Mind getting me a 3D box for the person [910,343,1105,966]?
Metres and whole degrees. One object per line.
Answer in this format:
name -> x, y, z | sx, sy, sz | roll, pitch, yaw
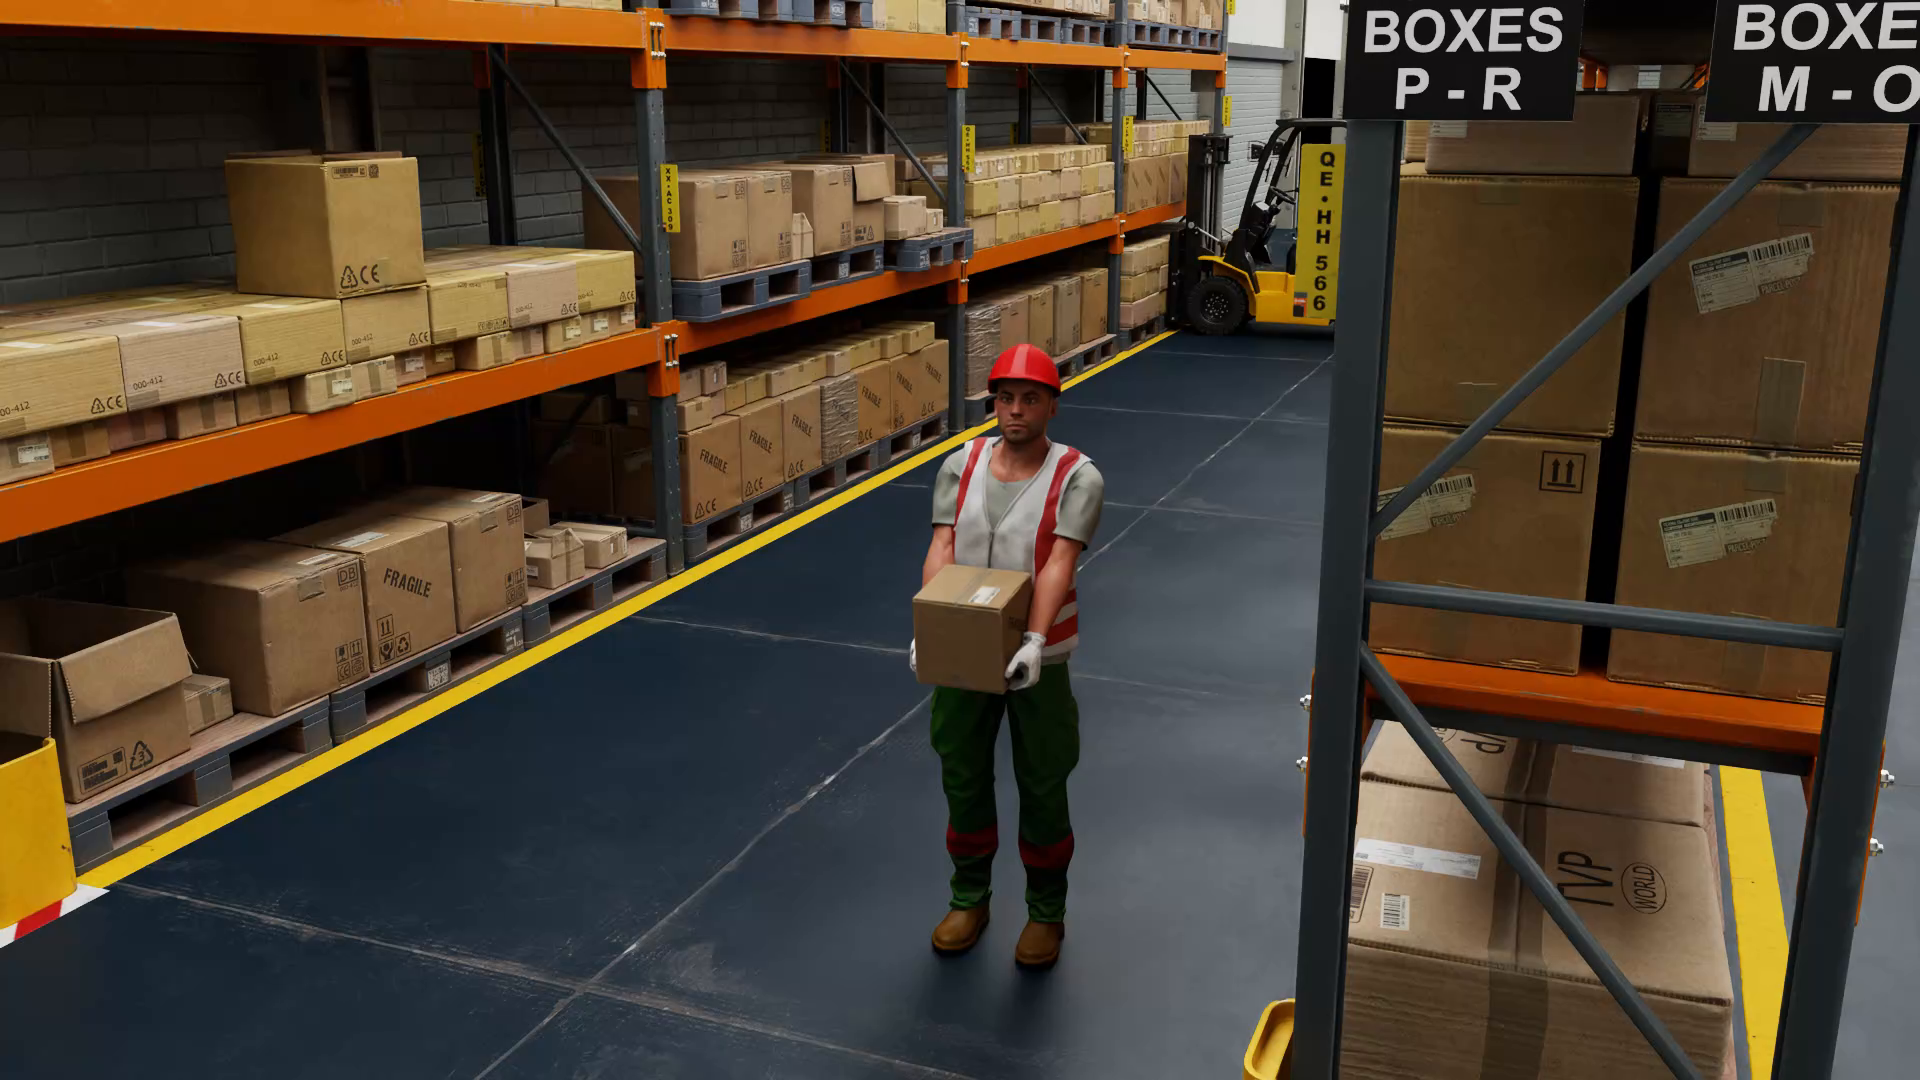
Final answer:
person -> 0.115, 0.356, 4.680 | 0.494, 1.782, 0.569 | 6, 16, 20
